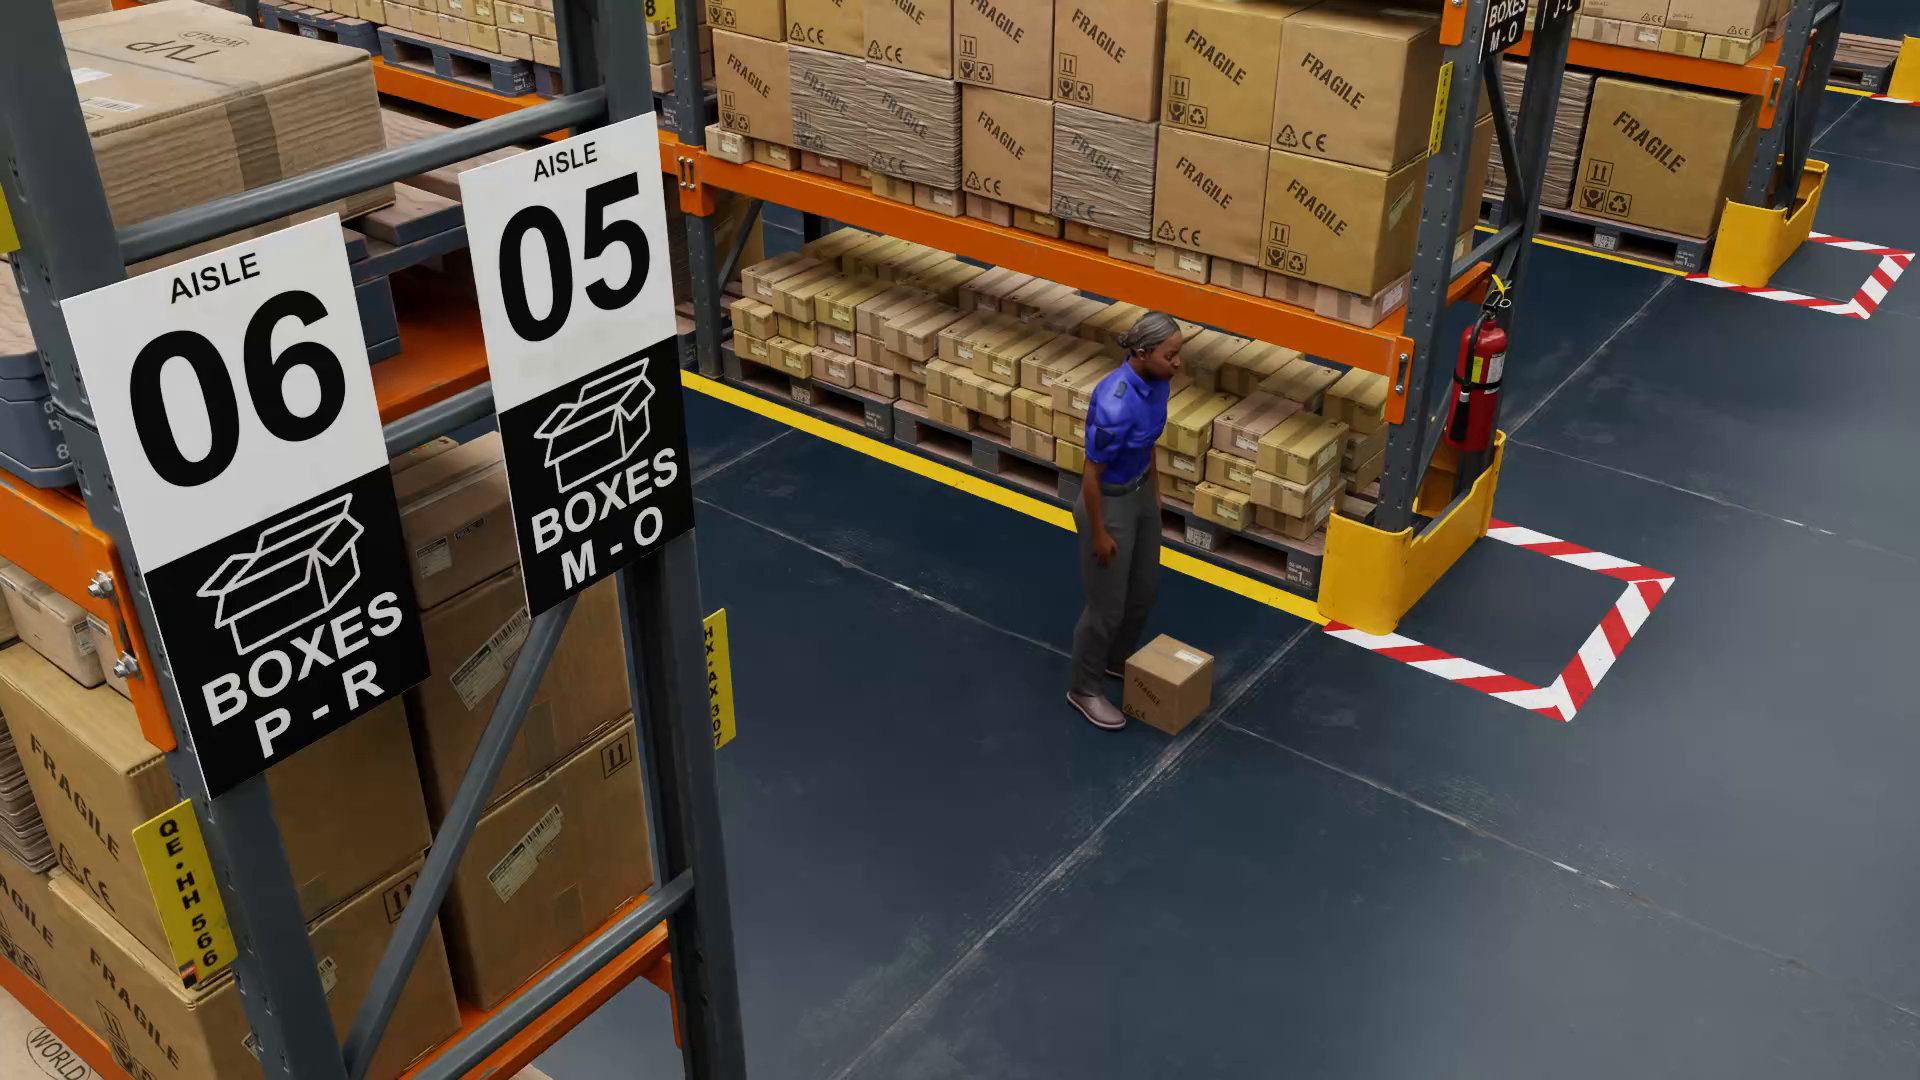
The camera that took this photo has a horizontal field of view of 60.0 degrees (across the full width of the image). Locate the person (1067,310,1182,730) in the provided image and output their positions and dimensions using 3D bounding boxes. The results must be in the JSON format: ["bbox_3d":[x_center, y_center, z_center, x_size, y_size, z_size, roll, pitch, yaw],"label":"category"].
[{"bbox_3d":[0.623,-0.102,6.308,0.348,1.653,0.521,19,36,29],"label":"person"}]
